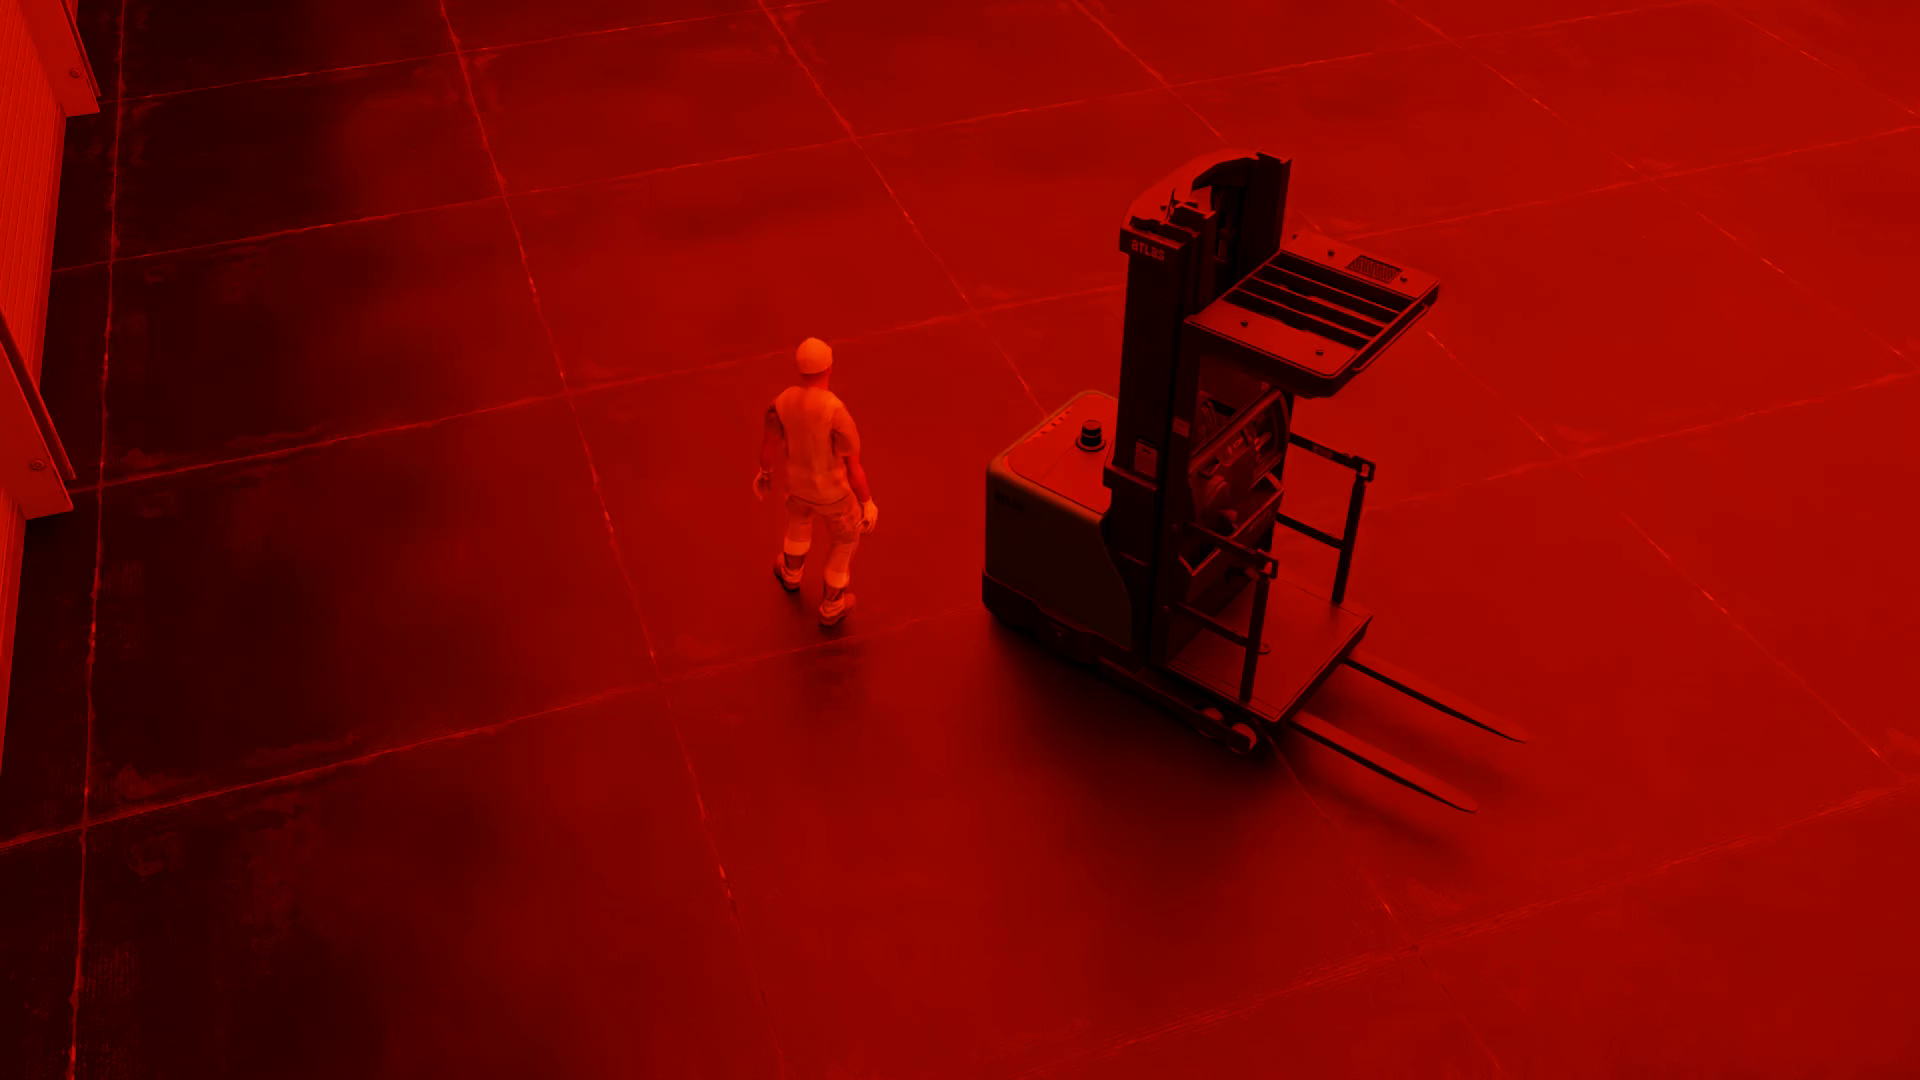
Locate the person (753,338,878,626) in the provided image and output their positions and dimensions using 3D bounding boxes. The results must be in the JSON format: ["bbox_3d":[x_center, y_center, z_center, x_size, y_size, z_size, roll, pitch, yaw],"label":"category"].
[{"bbox_3d":[-0.783,-0.329,9.325,0.879,1.749,0.454,22,45,24],"label":"person"}]

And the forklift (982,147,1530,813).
[{"bbox_3d":[1.595,-0.365,8.431,3.031,2.935,1.130,27,47,29],"label":"forklift"}]
